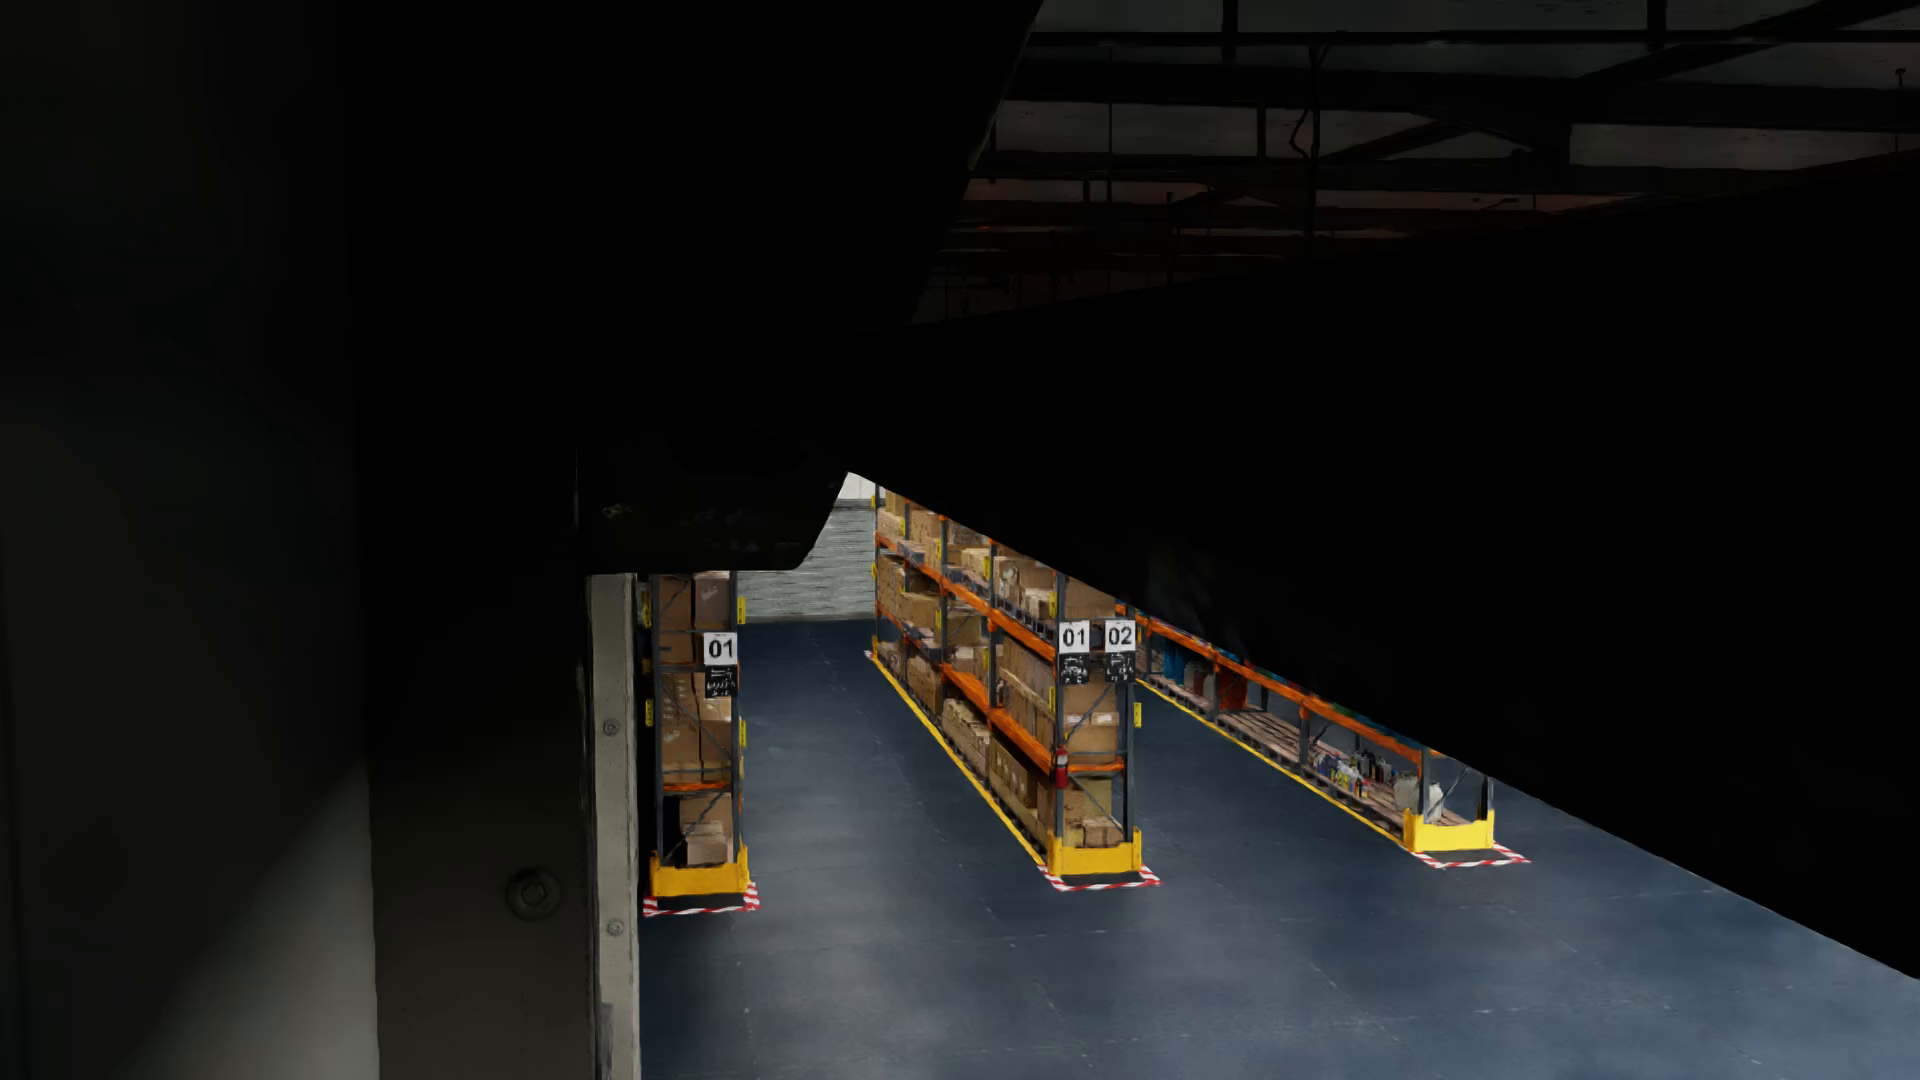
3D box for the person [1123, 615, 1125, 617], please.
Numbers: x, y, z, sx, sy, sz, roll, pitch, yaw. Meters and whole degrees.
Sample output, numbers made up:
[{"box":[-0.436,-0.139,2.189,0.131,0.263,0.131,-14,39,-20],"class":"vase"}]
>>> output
[{"box":[3.797,1.307,40.567,0.736,1.715,0.896,-3,7,-26],"class":"person"}]
